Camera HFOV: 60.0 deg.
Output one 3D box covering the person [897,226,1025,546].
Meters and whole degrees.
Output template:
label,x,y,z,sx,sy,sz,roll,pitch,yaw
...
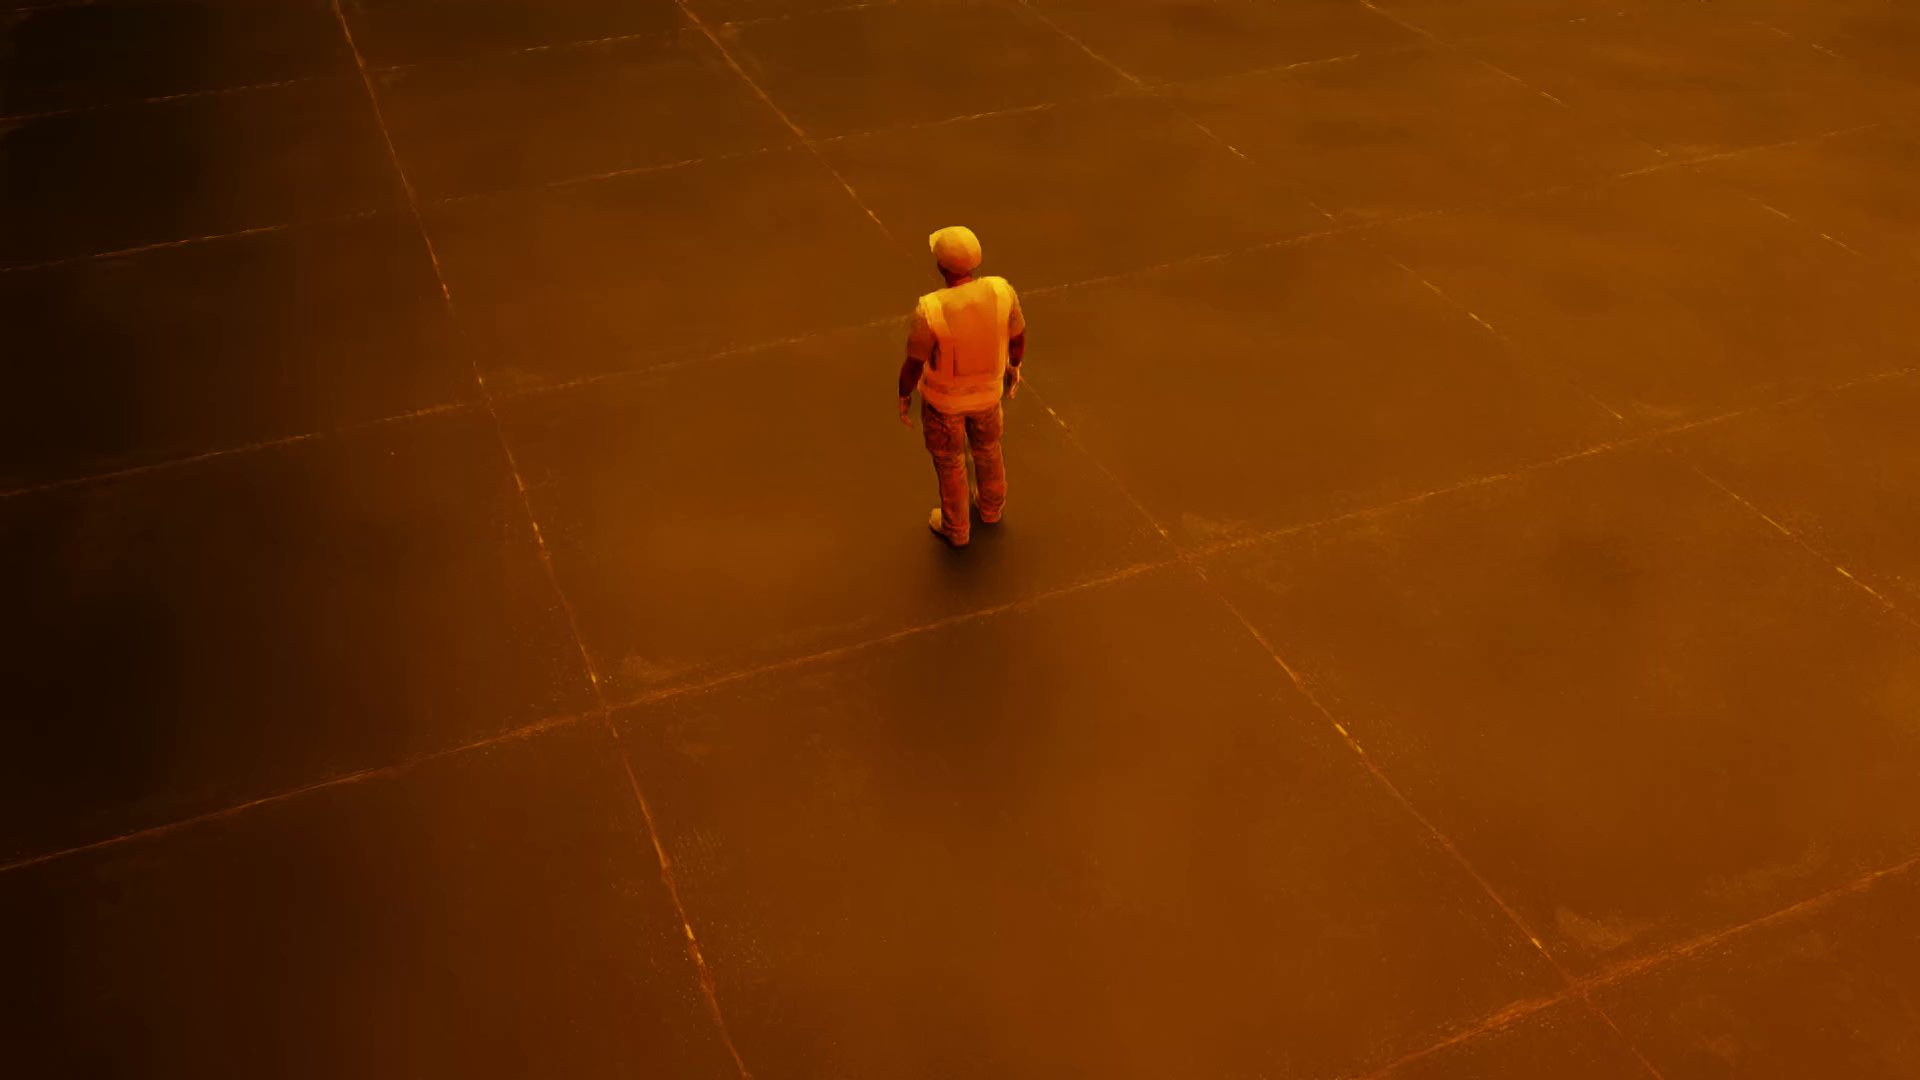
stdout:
label,x,y,z,sx,sy,sz,roll,pitch,yaw
person,-0.021,-0.772,8.164,0.655,1.782,0.576,-14,38,-19
